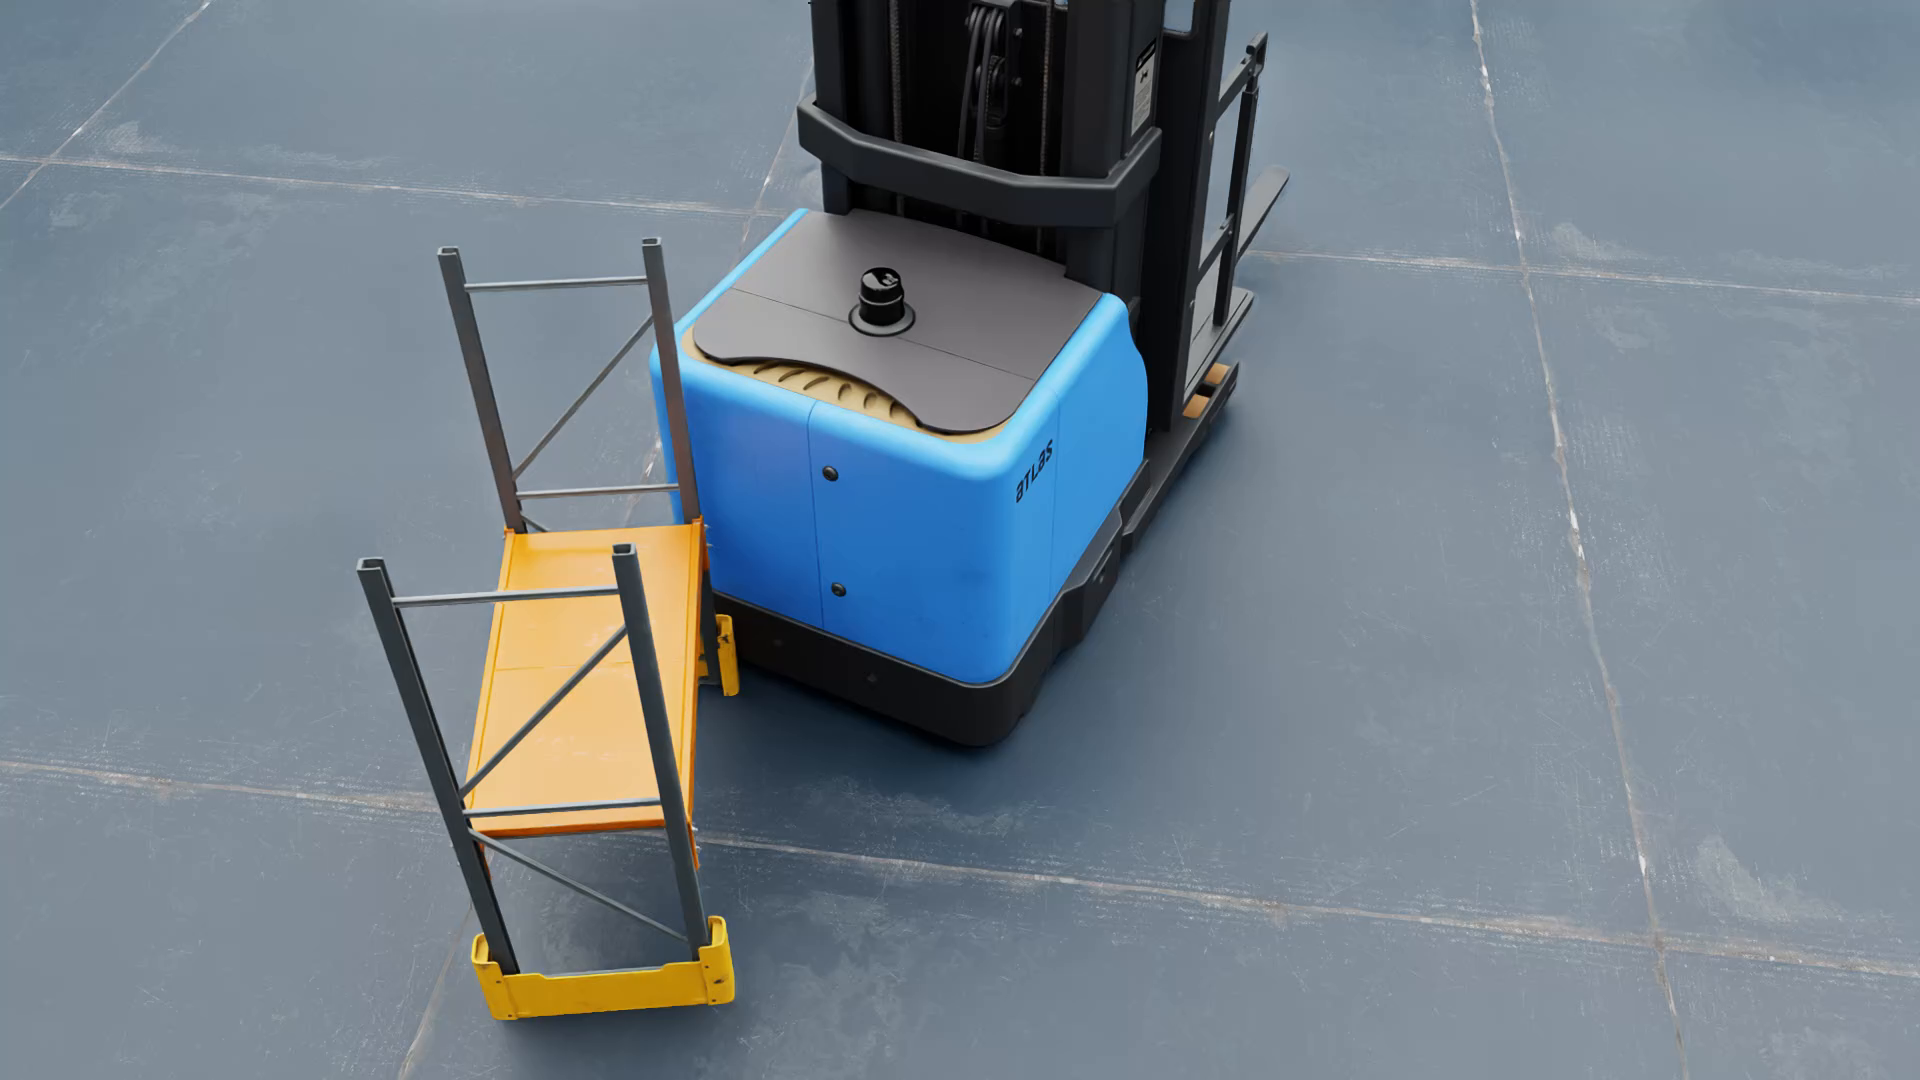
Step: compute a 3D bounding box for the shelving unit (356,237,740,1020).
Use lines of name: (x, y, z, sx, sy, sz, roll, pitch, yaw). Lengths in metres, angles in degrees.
shelving unit: (-0.887, 0.232, 3.914, 0.587, 1.500, 1.083, -3, 44, -3)

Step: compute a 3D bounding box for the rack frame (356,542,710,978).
rack frame: (-0.845, 0.574, 3.553, 0.500, 1.500, 0.032, -3, 44, -3)

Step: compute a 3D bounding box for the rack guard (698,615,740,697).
rack guard: (-0.929, 0.345, 4.704, 0.587, 0.250, 0.087, -3, 44, -3)

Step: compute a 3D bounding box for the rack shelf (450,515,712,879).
rack shelf: (-0.888, 0.356, 4.045, 0.538, 0.185, 1.000, -3, 44, -3)

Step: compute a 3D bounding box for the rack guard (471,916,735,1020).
rack guard: (-0.846, 1.027, 3.984, 0.587, 0.250, 0.087, -3, 44, -3)

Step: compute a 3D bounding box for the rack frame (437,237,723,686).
rack frame: (-0.931, -0.123, 4.289, 0.500, 1.500, 0.032, -3, 44, -3)

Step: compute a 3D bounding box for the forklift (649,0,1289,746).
forklift: (0.300, -1.516, 4.719, 1.130, 2.935, 3.031, 19, 47, 19)
